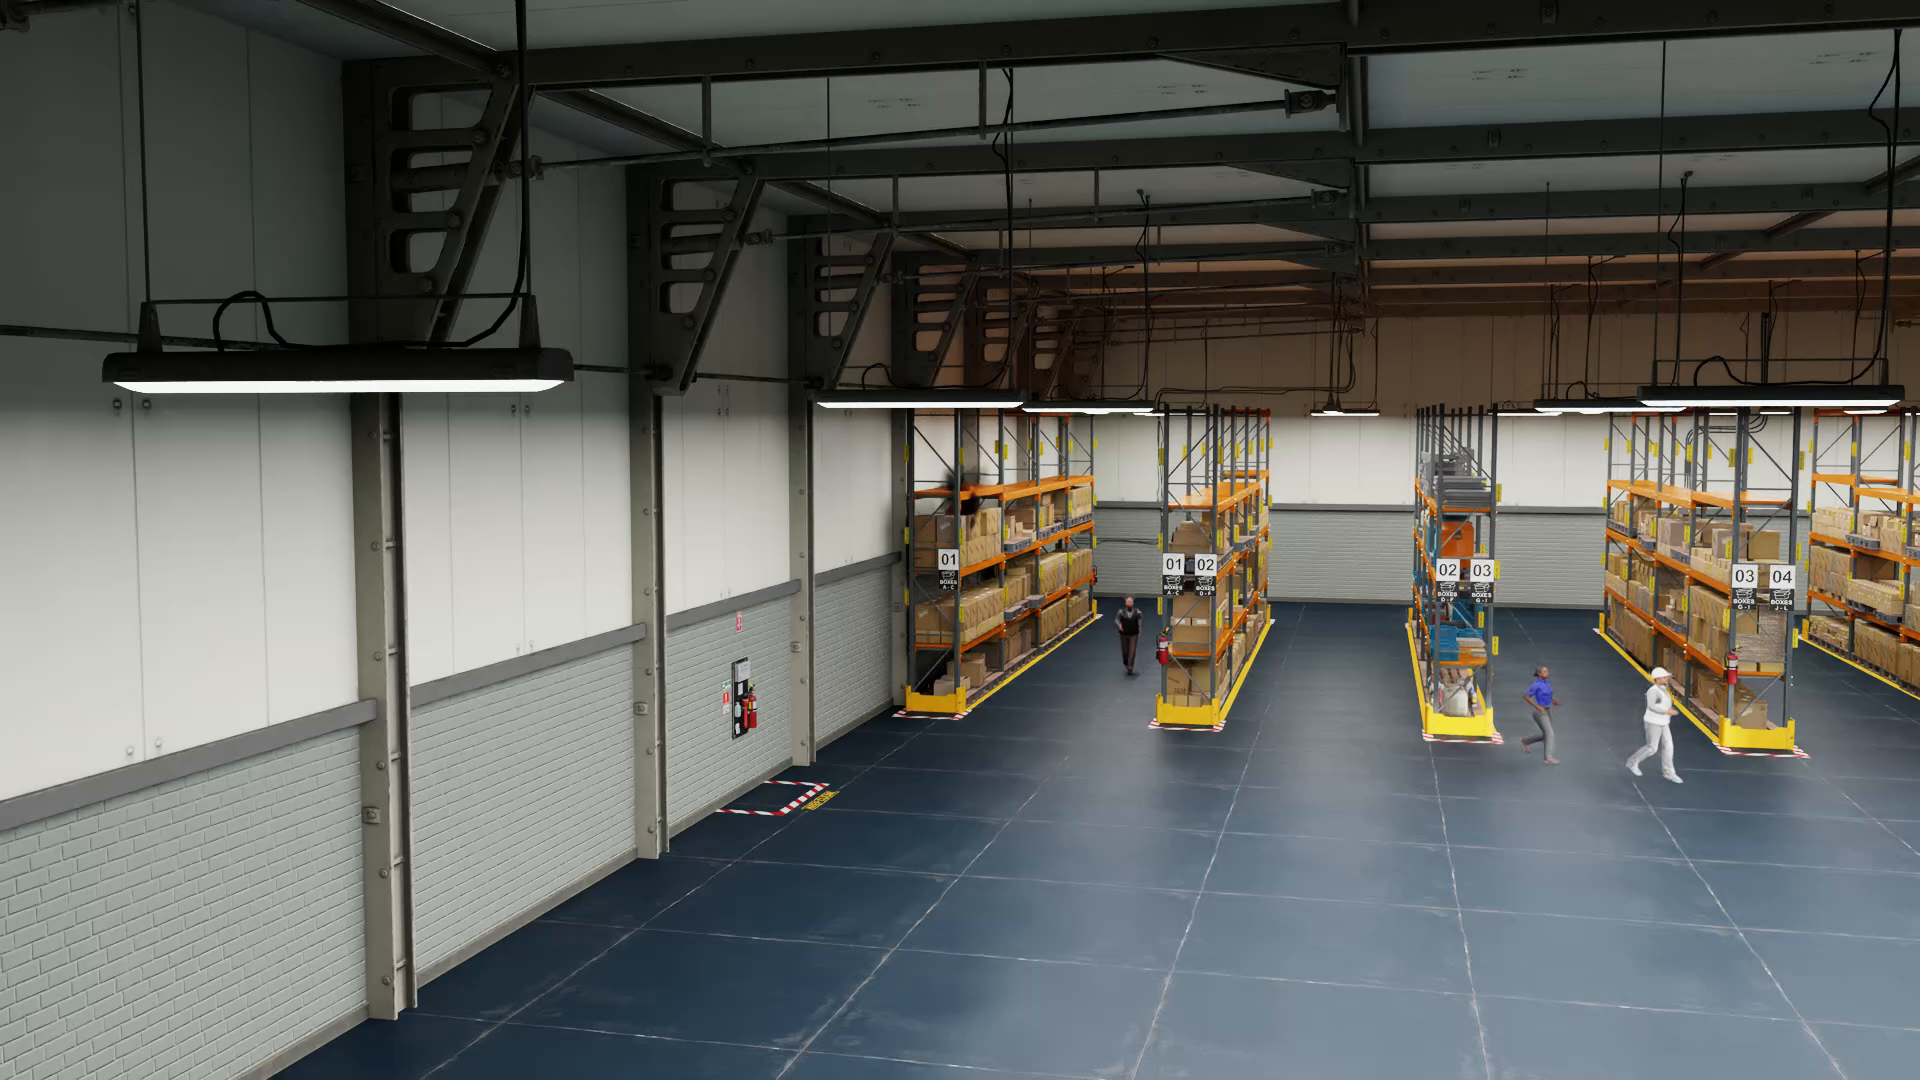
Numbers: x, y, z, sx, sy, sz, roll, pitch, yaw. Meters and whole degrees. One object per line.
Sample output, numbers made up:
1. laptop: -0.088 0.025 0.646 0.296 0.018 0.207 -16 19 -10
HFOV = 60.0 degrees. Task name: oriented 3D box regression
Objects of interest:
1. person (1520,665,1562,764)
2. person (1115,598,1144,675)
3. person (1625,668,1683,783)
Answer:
1. person: 9.678 2.894 27.726 0.750 1.615 0.586 4 6 45
2. person: 3.810 2.148 37.441 0.663 1.707 0.927 0 4 5
3. person: 11.032 2.915 26.360 0.849 1.806 0.677 4 6 41
